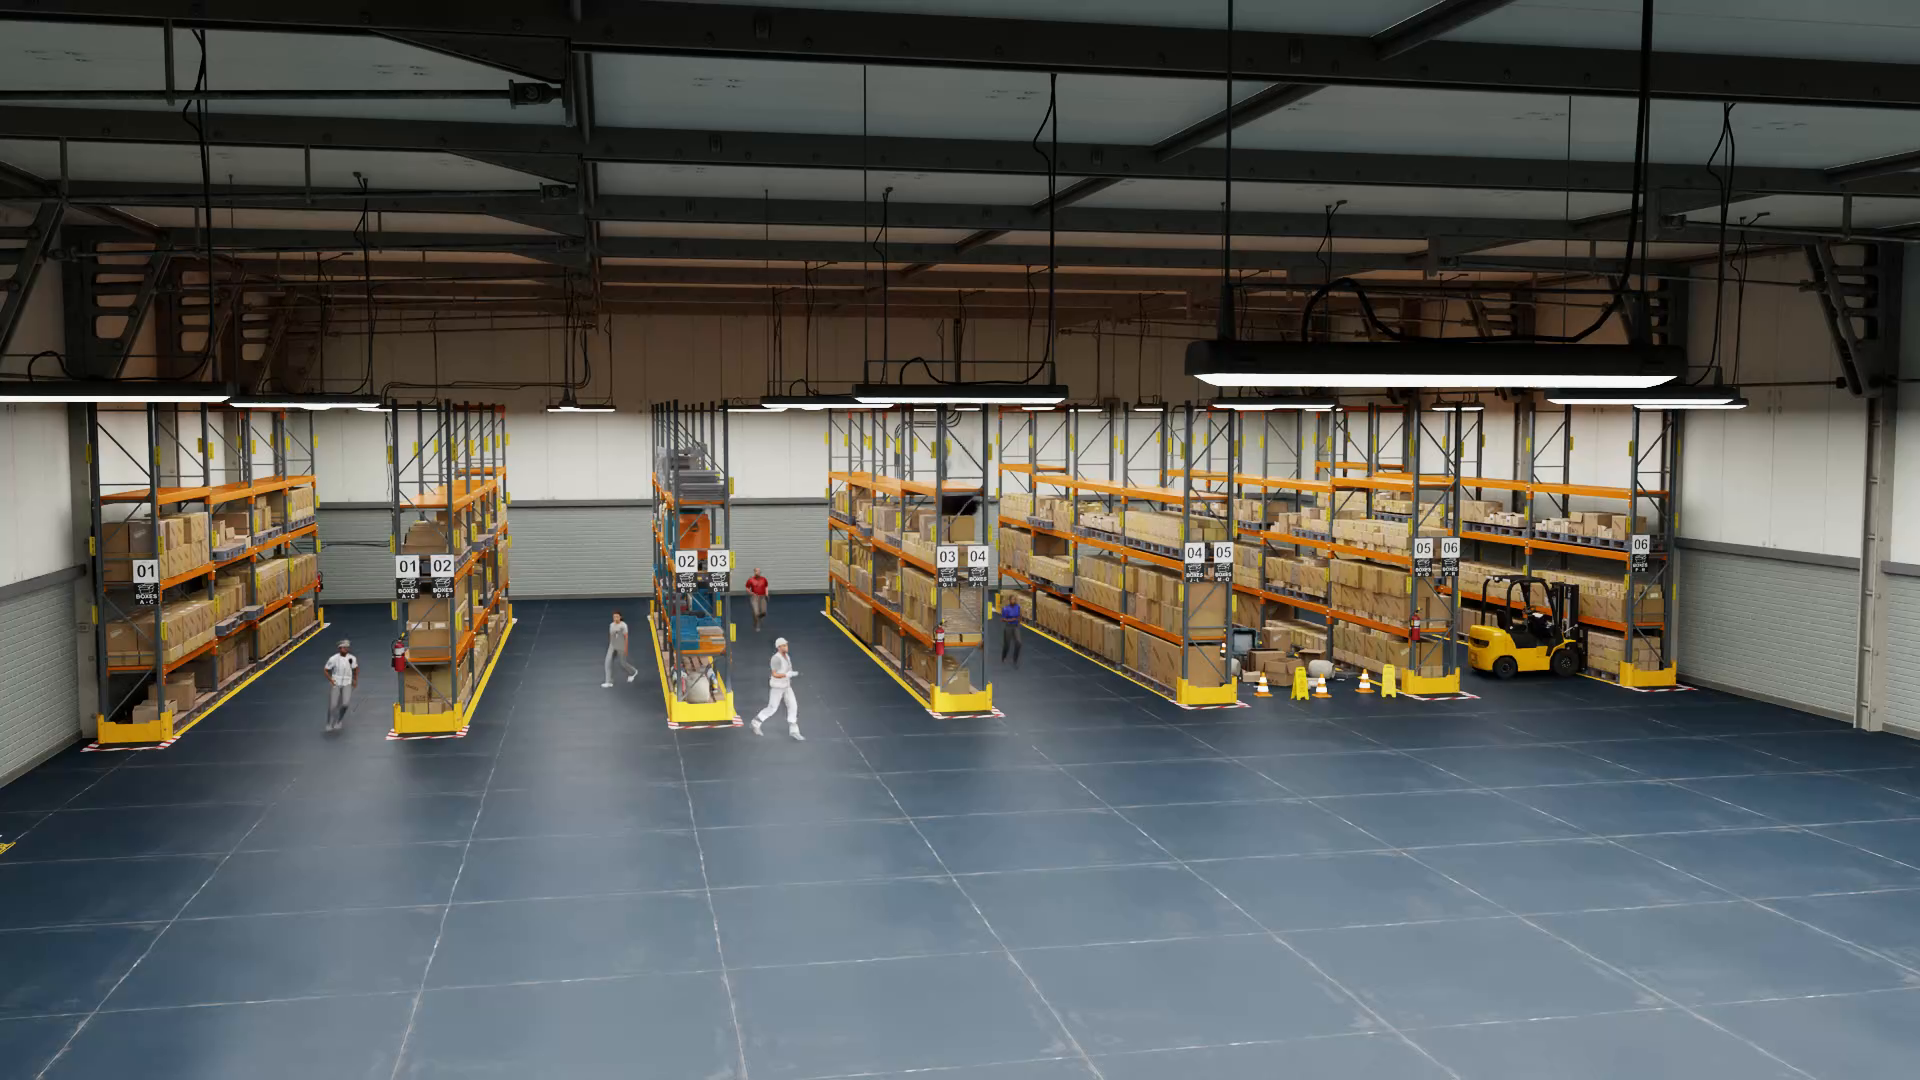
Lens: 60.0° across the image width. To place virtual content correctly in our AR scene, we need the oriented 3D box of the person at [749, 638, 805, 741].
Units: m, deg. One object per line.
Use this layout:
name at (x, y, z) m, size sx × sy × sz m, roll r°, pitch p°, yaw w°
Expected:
person at (-3.204, 2.618, 29.280) m, size 0.983 × 1.813 × 0.672 m, roll 2°, pitch 5°, yaw 22°

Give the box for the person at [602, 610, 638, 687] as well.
person at (-7.177, 2.260, 35.005) m, size 0.529 × 1.623 × 0.942 m, roll 2°, pitch 5°, yaw 22°

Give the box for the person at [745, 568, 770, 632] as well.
person at (-5.344, 1.577, 44.001) m, size 0.664 × 1.685 × 0.599 m, roll -2°, pitch 5°, yaw -23°

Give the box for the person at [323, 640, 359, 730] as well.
person at (-11.200, 2.627, 30.159) m, size 0.634 × 1.642 × 0.590 m, roll -2°, pitch 5°, yaw -28°

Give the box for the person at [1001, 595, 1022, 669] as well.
person at (1.157, 2.073, 37.718) m, size 0.599 × 1.673 × 0.834 m, roll -2°, pitch 5°, yaw -25°
